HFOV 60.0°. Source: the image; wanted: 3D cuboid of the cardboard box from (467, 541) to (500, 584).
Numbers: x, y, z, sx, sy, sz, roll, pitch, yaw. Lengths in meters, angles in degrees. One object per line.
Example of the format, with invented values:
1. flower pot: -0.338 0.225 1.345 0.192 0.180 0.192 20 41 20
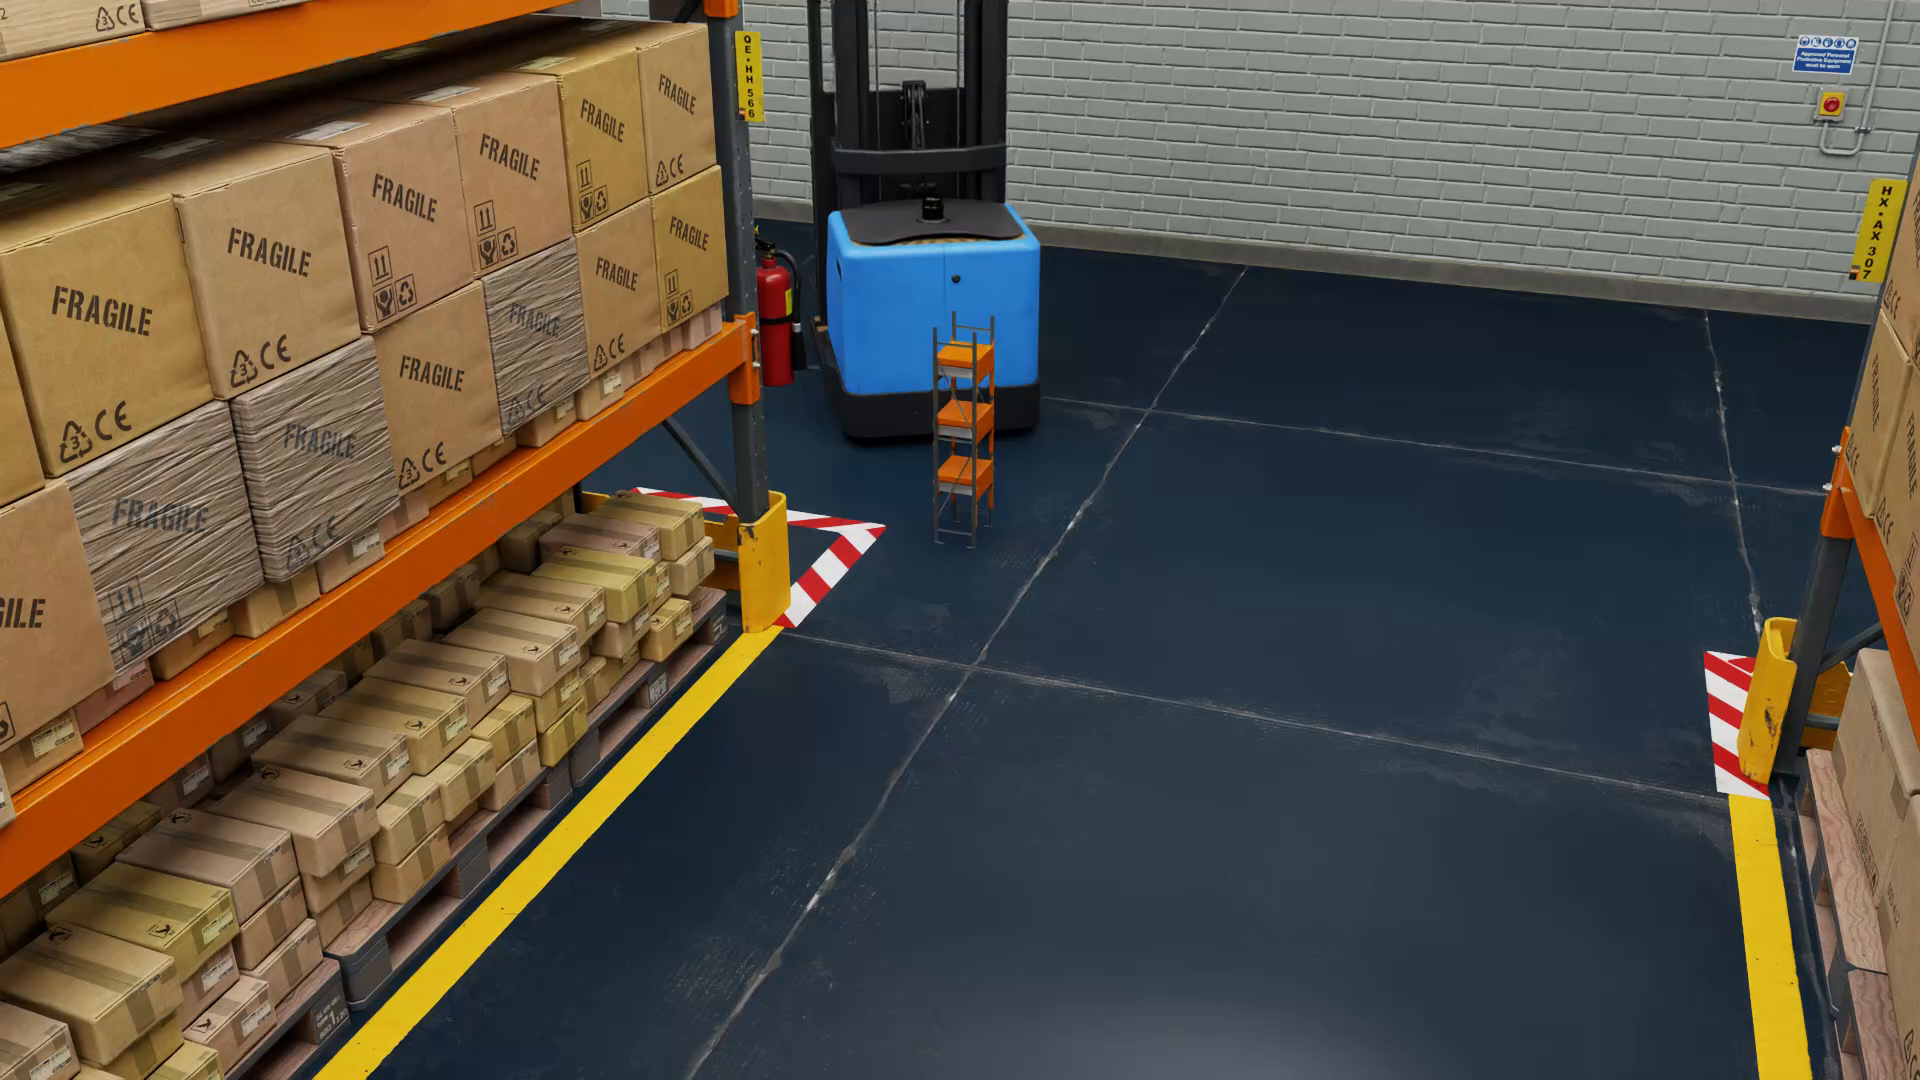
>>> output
1. cardboard box: -1.972 0.069 6.272 0.380 0.149 0.250 9 27 17

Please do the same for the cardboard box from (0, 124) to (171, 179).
1. cardboard box: -2.374 -0.778 4.312 0.500 0.500 0.500 9 27 19

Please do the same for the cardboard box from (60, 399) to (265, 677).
1. cardboard box: -2.065 -0.046 3.946 0.500 0.500 0.500 9 27 17

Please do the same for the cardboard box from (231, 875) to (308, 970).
1. cardboard box: -2.064 1.029 4.630 0.380 0.149 0.250 7 27 15

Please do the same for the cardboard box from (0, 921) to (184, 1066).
1. cardboard box: -2.168 1.115 4.112 0.380 0.149 0.250 10 28 20

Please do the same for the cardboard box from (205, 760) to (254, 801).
1. cardboard box: -2.319 0.760 5.186 0.380 0.149 0.250 7 27 15

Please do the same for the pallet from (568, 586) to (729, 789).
1. pallet: -1.624 0.476 6.525 1.003 0.211 1.213 9 27 17

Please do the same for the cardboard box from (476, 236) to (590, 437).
1. cardboard box: -1.537 -0.675 5.247 0.500 0.500 0.500 9 27 18

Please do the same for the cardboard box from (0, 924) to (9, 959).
1. cardboard box: -2.705 1.036 4.274 0.380 0.149 0.250 9 27 18

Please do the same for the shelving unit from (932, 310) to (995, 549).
1. shelving unit: 0.018 -0.495 7.567 0.215 1.050 0.252 9 27 17

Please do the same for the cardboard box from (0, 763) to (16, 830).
1. cardboard box: -2.223 0.549 3.463 0.380 0.149 0.250 10 28 19

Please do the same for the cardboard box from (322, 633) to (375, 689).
1. cardboard box: -2.209 0.397 5.595 0.380 0.149 0.250 9 27 18

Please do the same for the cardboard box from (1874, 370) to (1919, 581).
1. cardboard box: 2.834 -0.140 4.483 0.500 0.500 0.500 8 27 17

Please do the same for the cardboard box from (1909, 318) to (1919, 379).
1. cardboard box: 2.813 -0.589 4.261 0.500 0.500 0.500 8 27 16

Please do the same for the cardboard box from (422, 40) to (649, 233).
1. cardboard box: -1.381 -1.336 5.463 0.500 0.500 0.500 8 27 16

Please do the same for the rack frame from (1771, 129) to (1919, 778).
1. rack frame: 3.407 -0.463 5.264 1.000 3.000 0.127 9 27 17

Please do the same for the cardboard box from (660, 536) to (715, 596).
1. cardboard box: -1.201 0.079 6.592 0.380 0.149 0.250 8 27 16

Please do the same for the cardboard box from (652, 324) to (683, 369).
1. cardboard box: -1.255 -0.754 6.154 0.380 0.149 0.250 9 27 17

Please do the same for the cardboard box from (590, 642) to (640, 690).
1. cardboard box: -1.432 0.418 6.234 0.380 0.149 0.250 9 27 17

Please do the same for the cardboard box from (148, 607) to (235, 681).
1. cardboard box: -2.072 0.204 4.175 0.380 0.149 0.250 8 27 15

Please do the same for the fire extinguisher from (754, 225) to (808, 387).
1. fire extinguisher: -0.776 -0.973 6.834 0.296 0.674 0.183 9 27 17

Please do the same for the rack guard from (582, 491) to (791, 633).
1. rack guard: -1.320 0.017 7.141 1.175 0.500 0.348 9 27 17

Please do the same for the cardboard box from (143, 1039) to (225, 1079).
1. cardboard box: -2.113 1.386 4.234 0.380 0.149 0.250 10 27 19

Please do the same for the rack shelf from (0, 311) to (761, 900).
1. rack shelf: -1.960 0.007 5.120 1.077 0.370 4.000 9 27 17

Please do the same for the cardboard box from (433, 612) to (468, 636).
1. cardboard box: -2.041 0.307 6.123 0.380 0.149 0.250 10 27 19

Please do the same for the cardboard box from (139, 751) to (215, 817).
1. cardboard box: -2.466 0.713 4.942 0.380 0.149 0.250 7 27 15

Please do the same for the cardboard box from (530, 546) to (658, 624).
1. cardboard box: -1.336 0.161 6.082 0.380 0.149 0.250 8 27 16

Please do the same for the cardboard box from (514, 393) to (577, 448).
1. cardboard box: -1.502 -0.437 5.498 0.380 0.149 0.250 8 27 15

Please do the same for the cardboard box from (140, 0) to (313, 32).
1. cardboard box: -1.873 -1.348 3.823 0.500 0.250 0.500 10 28 20

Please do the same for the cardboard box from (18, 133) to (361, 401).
1. cardboard box: -1.891 -0.692 4.134 0.500 0.500 0.500 9 27 18

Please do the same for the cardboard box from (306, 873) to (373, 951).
1. cardboard box: -1.985 1.050 4.930 0.380 0.149 0.250 8 27 15

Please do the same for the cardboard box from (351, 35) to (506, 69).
1. cardboard box: -1.856 -1.414 5.624 0.500 0.500 0.500 10 27 19

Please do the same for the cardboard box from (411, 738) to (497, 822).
1. cardboard box: -1.701 0.728 5.253 0.380 0.149 0.250 9 27 18

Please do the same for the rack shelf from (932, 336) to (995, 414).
1. rack shelf: 0.018 -0.740 7.448 0.215 0.259 0.240 9 27 17

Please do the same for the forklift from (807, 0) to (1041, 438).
1. forklift: -0.325 -2.467 9.482 1.130 2.935 3.031 -4 26 -9

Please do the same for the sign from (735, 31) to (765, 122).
1. sign: -0.778 -1.714 6.156 0.100 0.325 0.005 9 27 17

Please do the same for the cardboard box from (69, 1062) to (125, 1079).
1. cardboard box: -2.203 1.362 3.942 0.380 0.149 0.250 10 28 20

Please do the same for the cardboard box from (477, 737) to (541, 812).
1. cardboard box: -1.638 0.745 5.559 0.380 0.149 0.250 9 27 18

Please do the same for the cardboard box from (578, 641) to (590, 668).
1. cardboard box: -1.559 0.389 5.953 0.380 0.149 0.250 8 27 17

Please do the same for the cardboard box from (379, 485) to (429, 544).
1. cardboard box: -1.785 -0.116 4.837 0.380 0.149 0.250 10 28 19

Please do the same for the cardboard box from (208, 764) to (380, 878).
1. cardboard box: -1.903 0.801 4.761 0.380 0.149 0.250 9 27 19

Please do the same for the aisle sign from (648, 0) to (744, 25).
1. aisle sign: -0.987 -2.296 6.066 0.394 0.787 0.004 9 27 17

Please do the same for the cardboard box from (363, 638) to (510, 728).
1. cardboard box: -1.711 0.469 5.446 0.380 0.149 0.250 8 27 16
